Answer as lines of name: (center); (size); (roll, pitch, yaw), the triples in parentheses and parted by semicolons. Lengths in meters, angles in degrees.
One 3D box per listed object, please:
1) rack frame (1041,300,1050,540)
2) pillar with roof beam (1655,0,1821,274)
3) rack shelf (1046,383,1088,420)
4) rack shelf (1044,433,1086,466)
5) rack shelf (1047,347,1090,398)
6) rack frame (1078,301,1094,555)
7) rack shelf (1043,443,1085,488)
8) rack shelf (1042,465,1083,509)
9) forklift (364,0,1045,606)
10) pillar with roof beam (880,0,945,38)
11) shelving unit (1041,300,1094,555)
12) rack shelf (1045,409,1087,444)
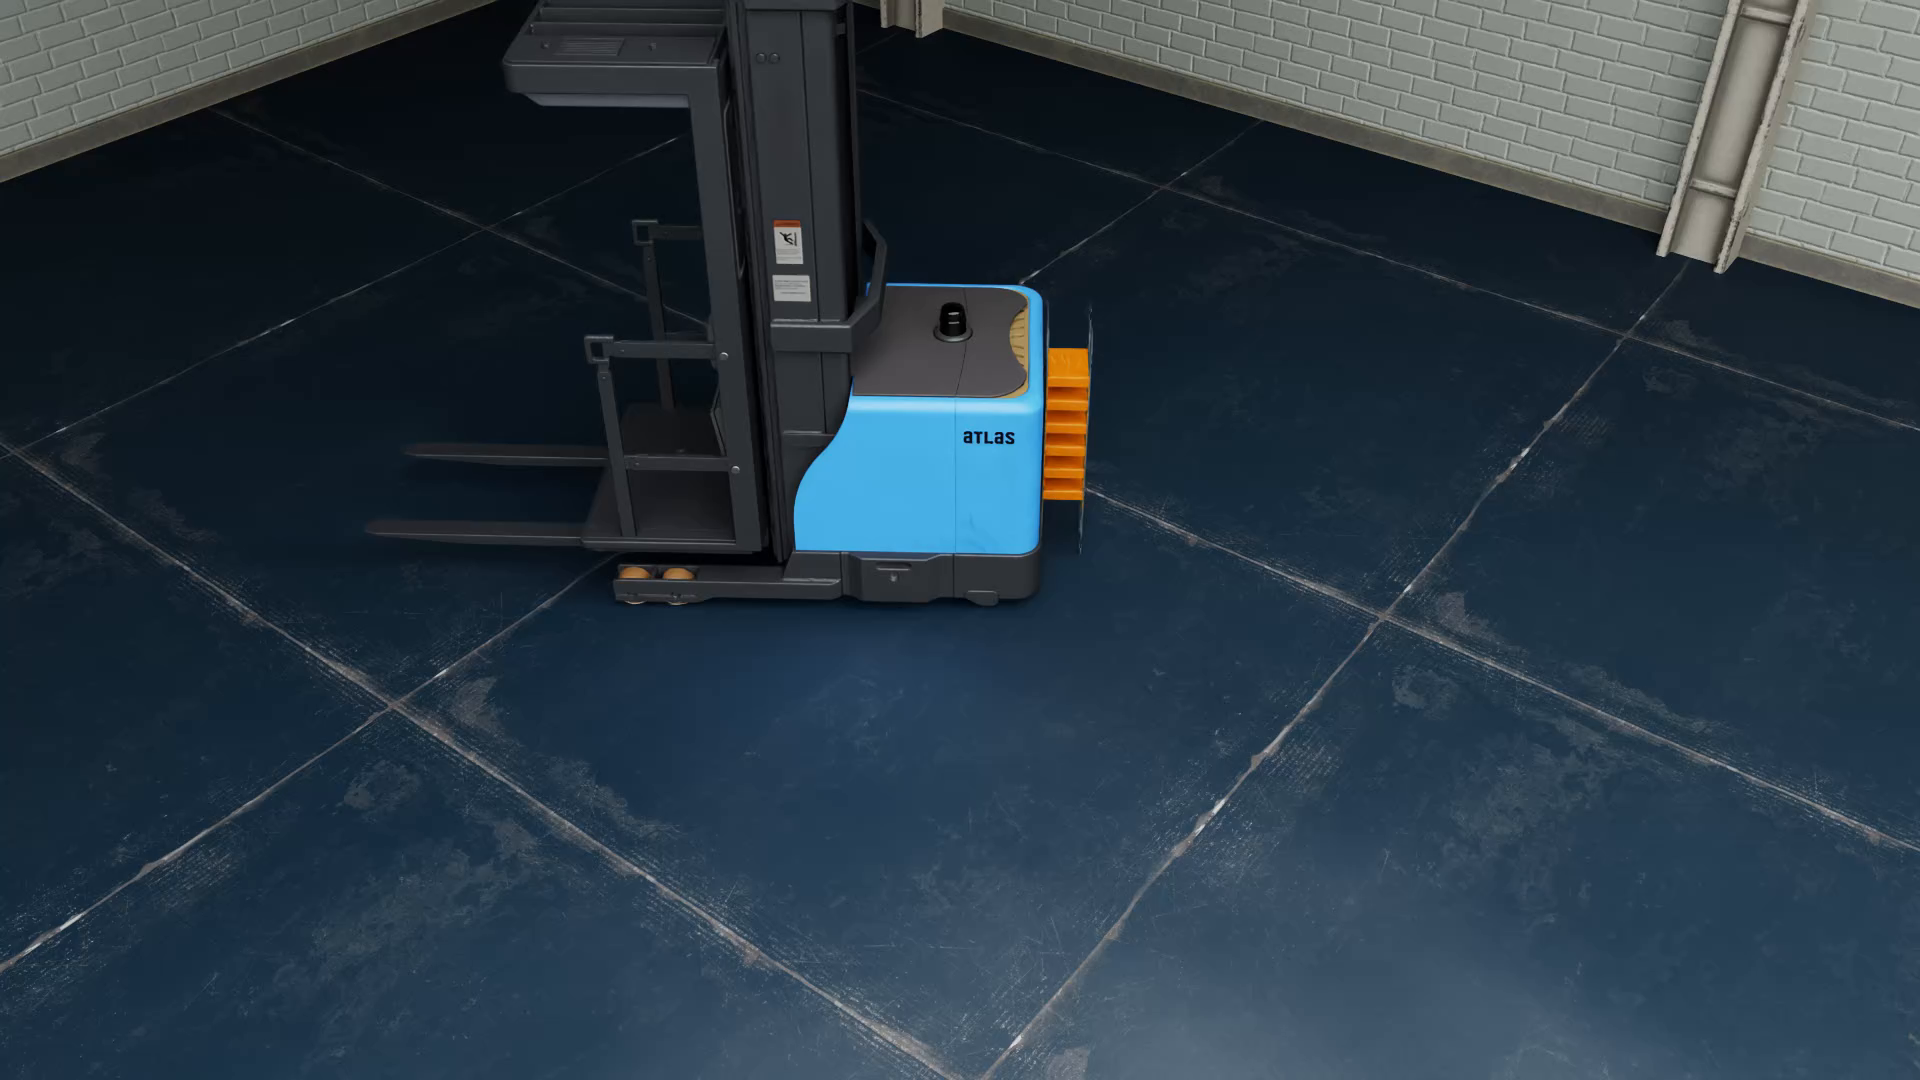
rack frame: (0.375, -0.481, 7.391); (0.006, 1.200, 0.240); (1, 38, 2)
pillar with roof beam: (1.787, -3.143, 4.465); (0.400, 9.000, 9.100); (25, 45, 29)
rack shelf: (0.466, -0.633, 7.268); (0.180, 0.103, 0.258); (1, 38, 2)
rack shelf: (0.466, -0.444, 7.416); (0.180, 0.103, 0.258); (1, 38, 2)
rack shelf: (0.466, -0.728, 7.194); (0.180, 0.103, 0.258); (1, 38, 2)
rack frame: (0.557, -0.477, 7.386); (0.006, 1.200, 0.240); (1, 38, 2)
rack shelf: (0.466, -0.350, 7.490); (0.180, 0.103, 0.258); (1, 38, 2)
rack shelf: (0.466, -0.255, 7.564); (0.180, 0.103, 0.258); (1, 38, 2)
forklift: (-1.146, -1.190, 6.893); (3.031, 2.935, 1.130); (1, 38, 2)
pillar with roof beam: (-2.979, -5.390, 7.335); (0.400, 9.000, 9.100); (25, 45, 29)
shelving unit: (0.466, -0.479, 7.389); (0.189, 1.200, 0.258); (1, 38, 2)
rack shelf: (0.466, -0.539, 7.342); (0.180, 0.103, 0.258); (1, 38, 2)
